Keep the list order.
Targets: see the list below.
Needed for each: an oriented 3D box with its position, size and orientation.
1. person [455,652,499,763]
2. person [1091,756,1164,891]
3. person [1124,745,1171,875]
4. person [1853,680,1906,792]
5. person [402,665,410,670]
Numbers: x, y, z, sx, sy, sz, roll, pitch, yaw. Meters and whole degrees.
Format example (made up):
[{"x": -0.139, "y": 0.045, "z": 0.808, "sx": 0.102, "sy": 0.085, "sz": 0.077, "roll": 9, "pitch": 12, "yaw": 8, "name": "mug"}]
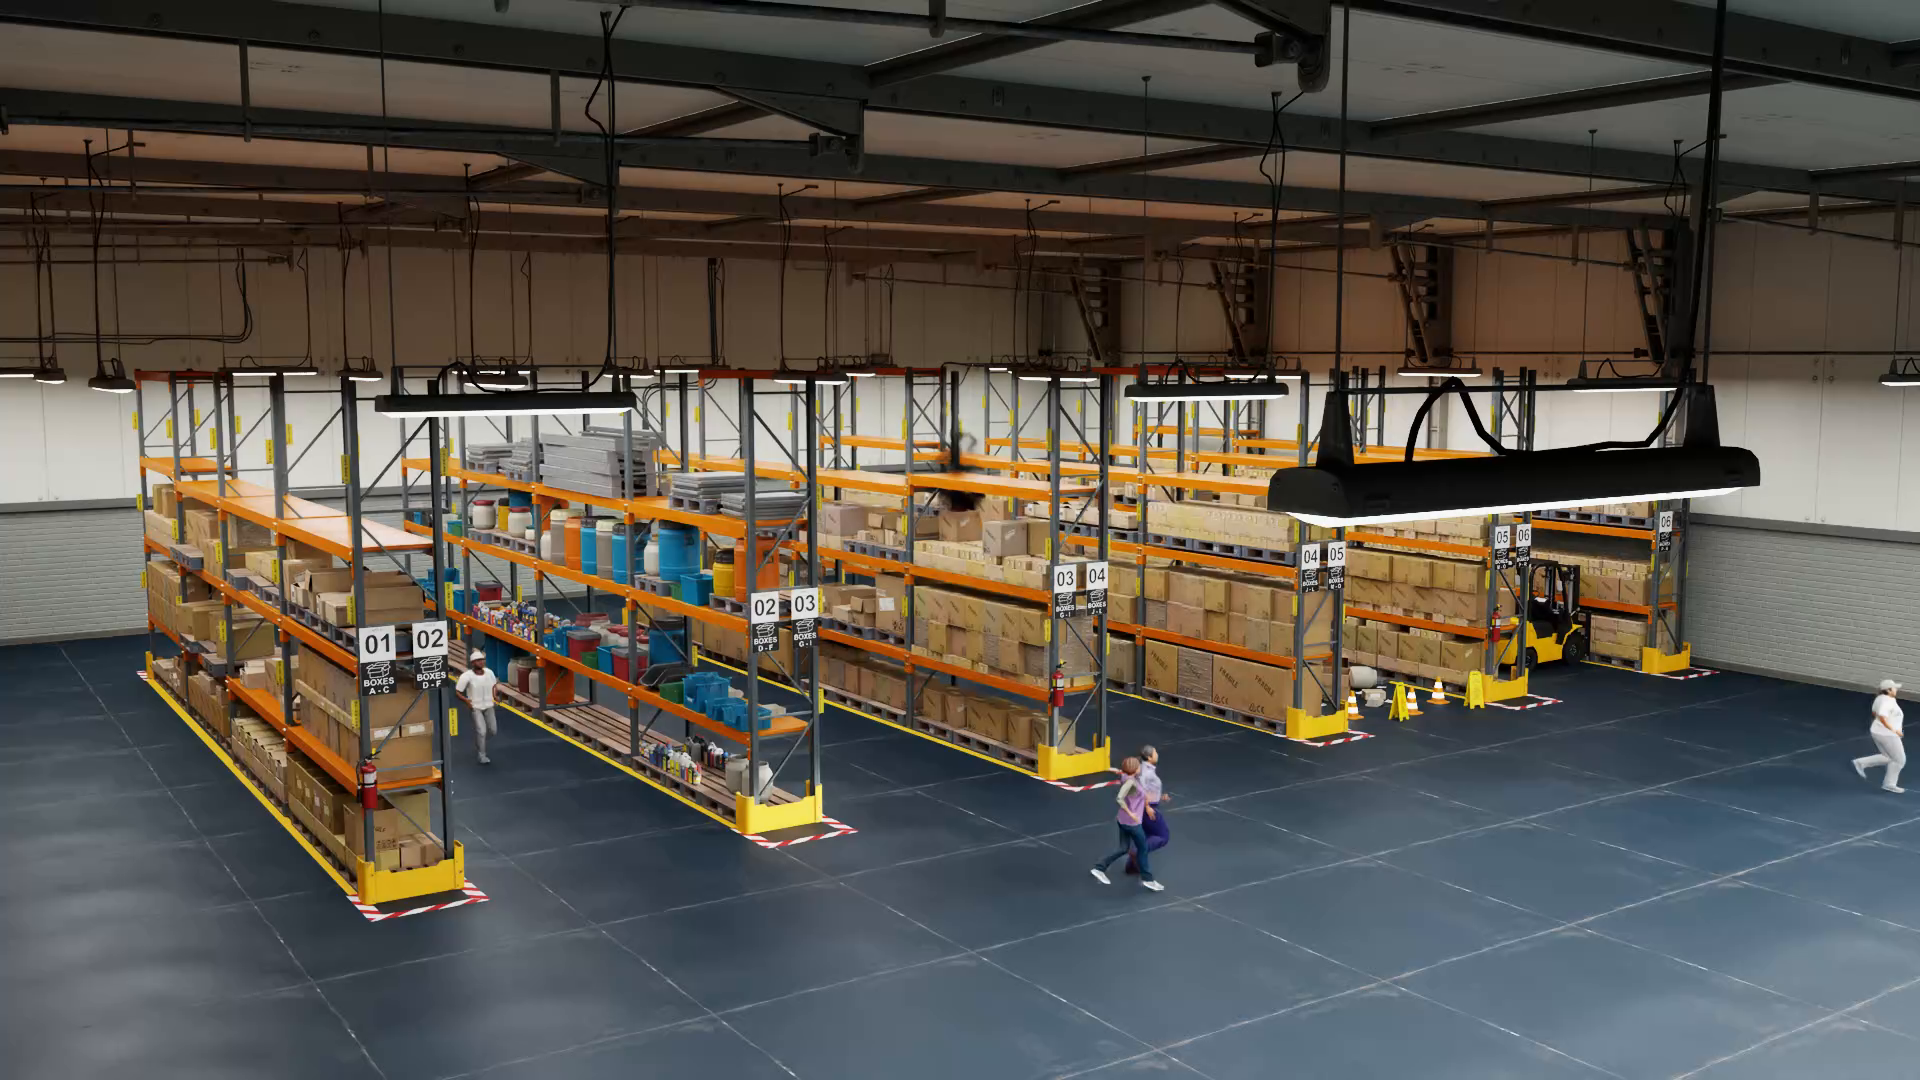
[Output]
[{"x": -7.447, "y": 2.577, "z": 25.731, "sx": 0.697, "sy": 1.717, "sz": 0.609, "roll": -6, "pitch": 9, "yaw": -41, "name": "person"}, {"x": 1.970, "y": 3.378, "z": 19.507, "sx": 0.875, "sy": 1.514, "sz": 0.539, "roll": -1, "pitch": 7, "yaw": -11, "name": "person"}, {"x": 2.297, "y": 3.270, "z": 20.142, "sx": 0.580, "sy": 1.598, "sz": 0.592, "roll": -1, "pitch": 7, "yaw": -10, "name": "person"}, {"x": 13.352, "y": 2.828, "z": 24.052, "sx": 0.648, "sy": 1.641, "sz": 0.608, "roll": 2, "pitch": 7, "yaw": 14, "name": "person"}, {"x": -9.731, "y": 2.217, "z": 28.740, "sx": 0.673, "sy": 1.824, "sz": 0.713, "roll": -6, "pitch": 9, "yaw": -44, "name": "person"}]
